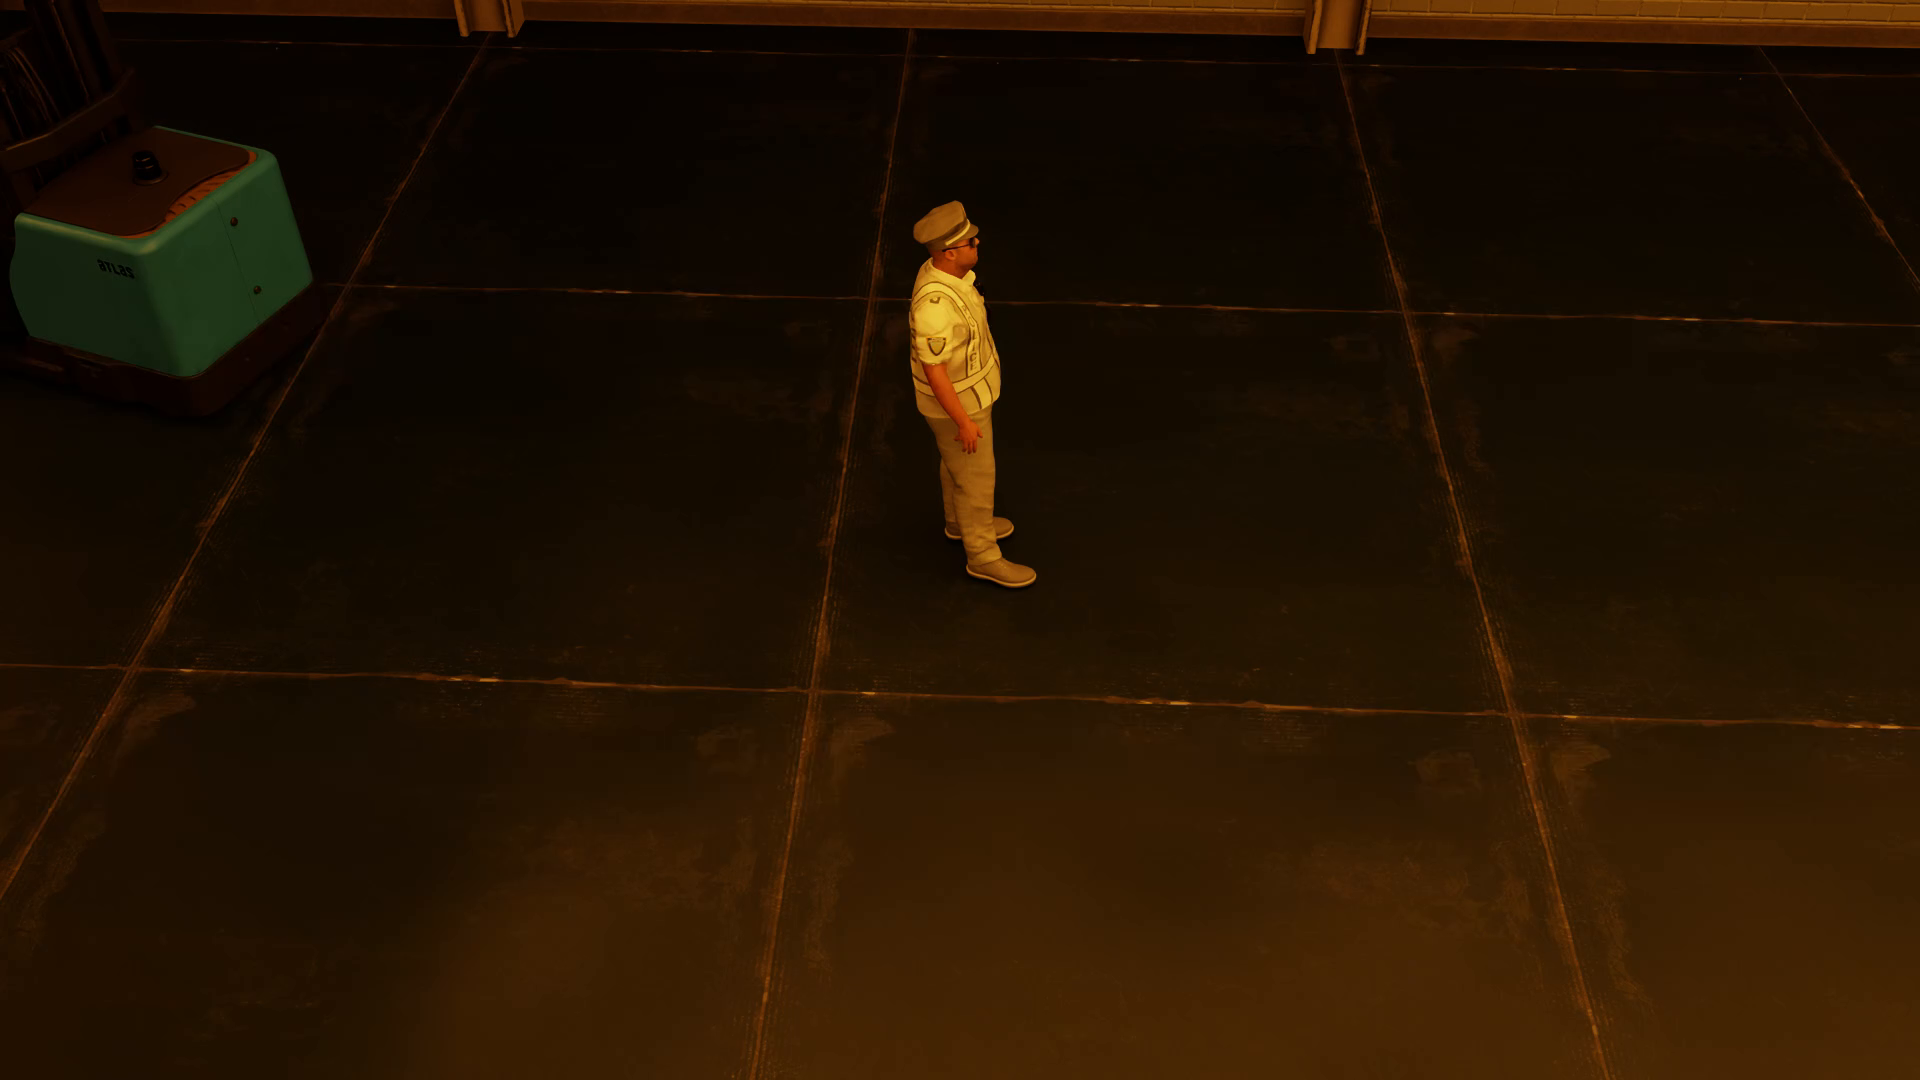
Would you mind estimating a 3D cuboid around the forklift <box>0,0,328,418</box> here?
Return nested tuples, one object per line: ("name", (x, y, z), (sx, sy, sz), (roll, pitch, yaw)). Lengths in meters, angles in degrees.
("forklift", (-5.052, -2.344, 8.310), (3.031, 2.935, 1.130), (15, 44, 16))

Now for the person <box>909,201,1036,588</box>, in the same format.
("person", (0.077, -0.653, 7.299), (0.575, 1.781, 0.640), (2, 42, 2))
